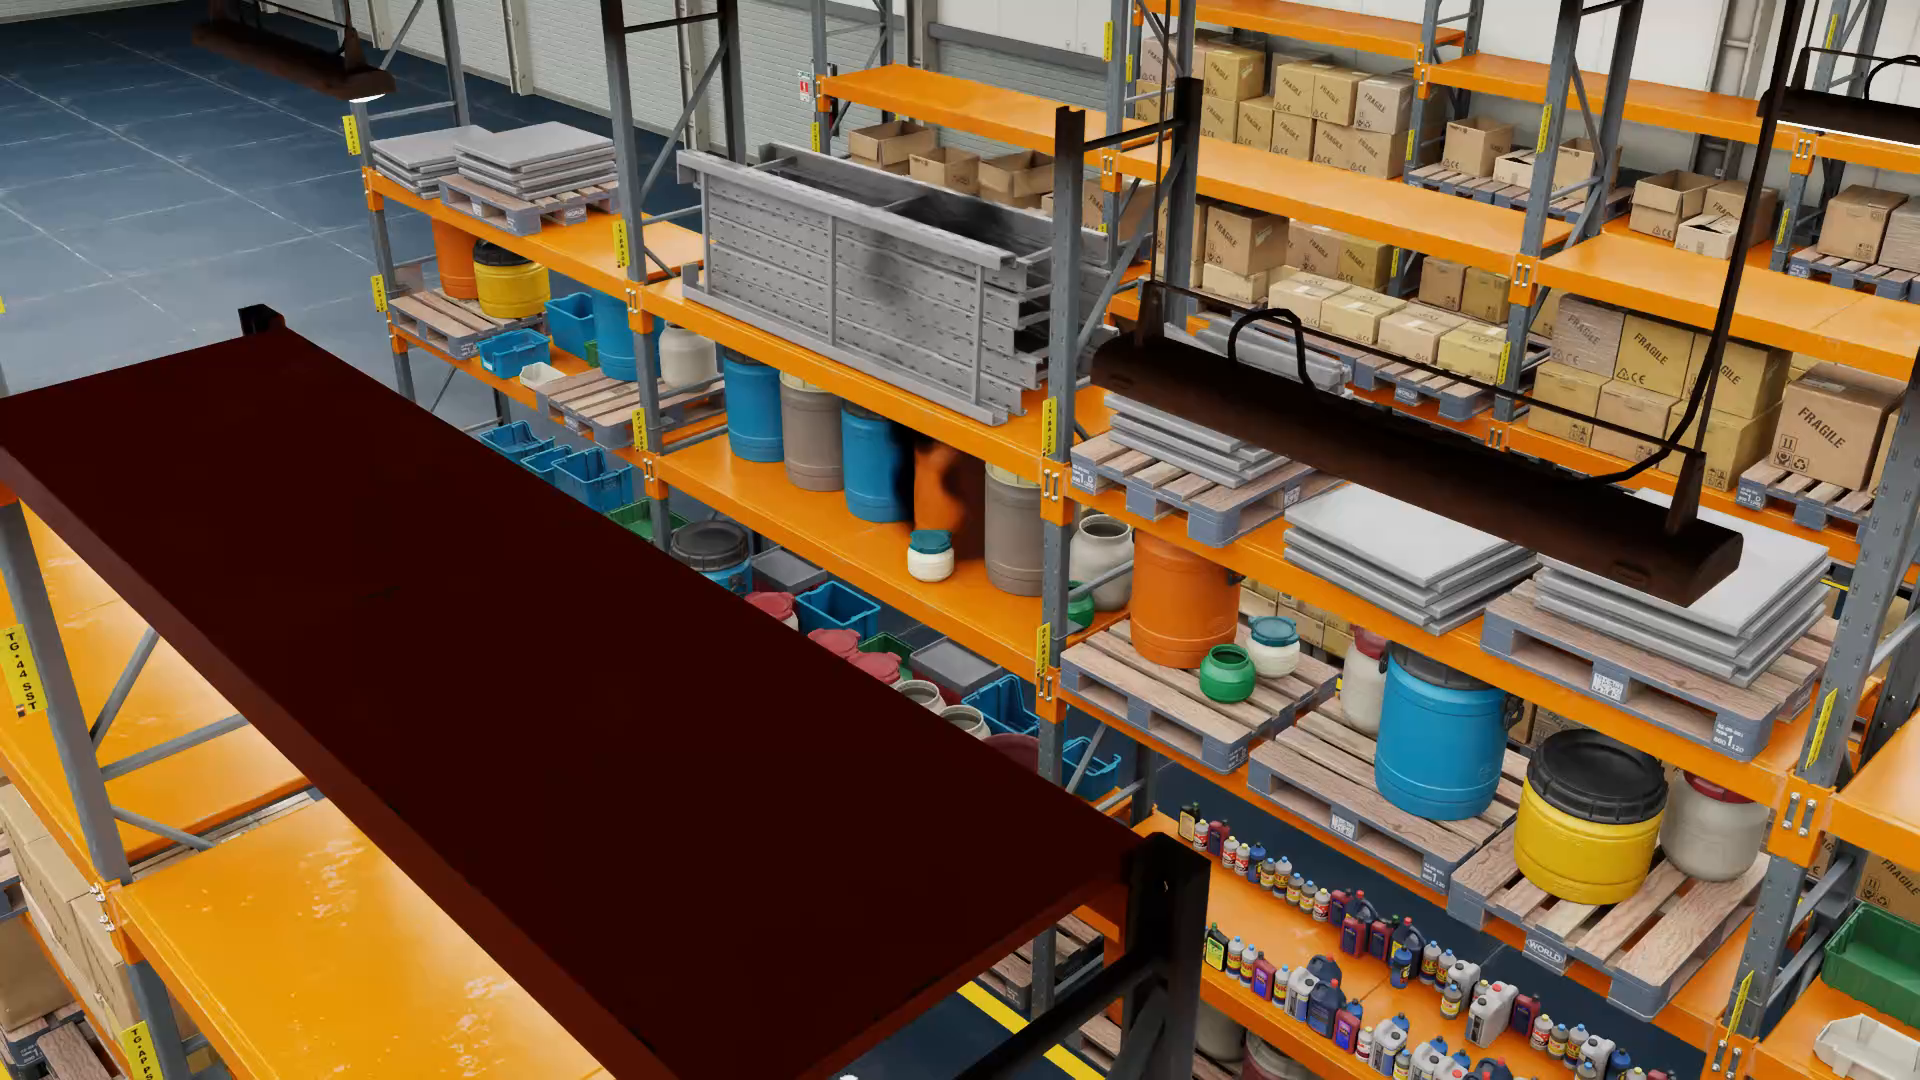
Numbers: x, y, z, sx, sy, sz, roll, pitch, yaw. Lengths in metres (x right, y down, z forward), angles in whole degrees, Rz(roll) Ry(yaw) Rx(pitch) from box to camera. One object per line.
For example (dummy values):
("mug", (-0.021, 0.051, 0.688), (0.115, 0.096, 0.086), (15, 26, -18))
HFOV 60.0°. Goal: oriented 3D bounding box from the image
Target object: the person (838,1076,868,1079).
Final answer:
("person", (-0.536, 3.323, 8.244), (0.635, 1.773, 0.565), (-25, 37, -39))
